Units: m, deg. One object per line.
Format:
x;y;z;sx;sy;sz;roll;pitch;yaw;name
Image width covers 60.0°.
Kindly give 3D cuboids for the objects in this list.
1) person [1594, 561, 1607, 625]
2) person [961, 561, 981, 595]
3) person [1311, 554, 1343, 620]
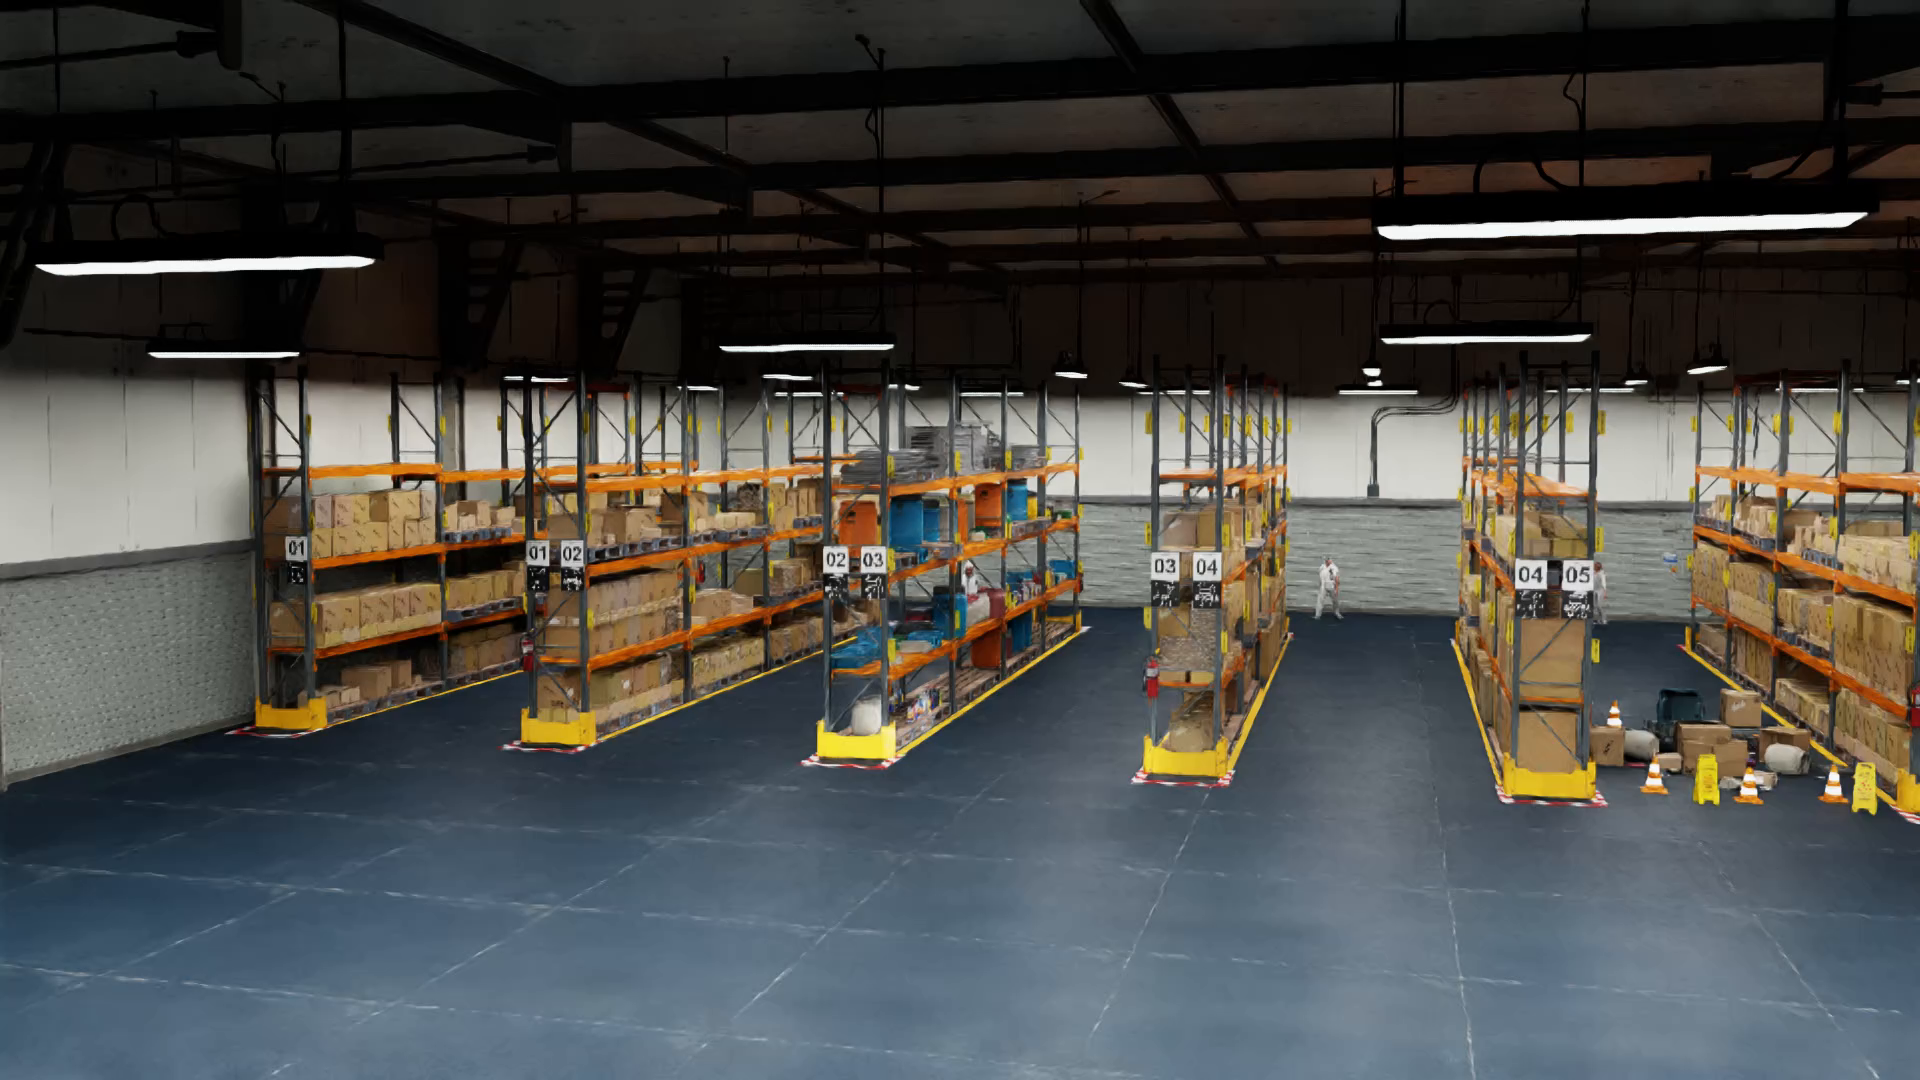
15.978;1.333;41.539;0.355;1.592;0.517;-1;4;-15;person
0.246;1.357;40.413;0.543;1.700;1.119;1;4;12;person
9.472;1.196;42.783;0.588;1.708;0.969;3;5;38;person
